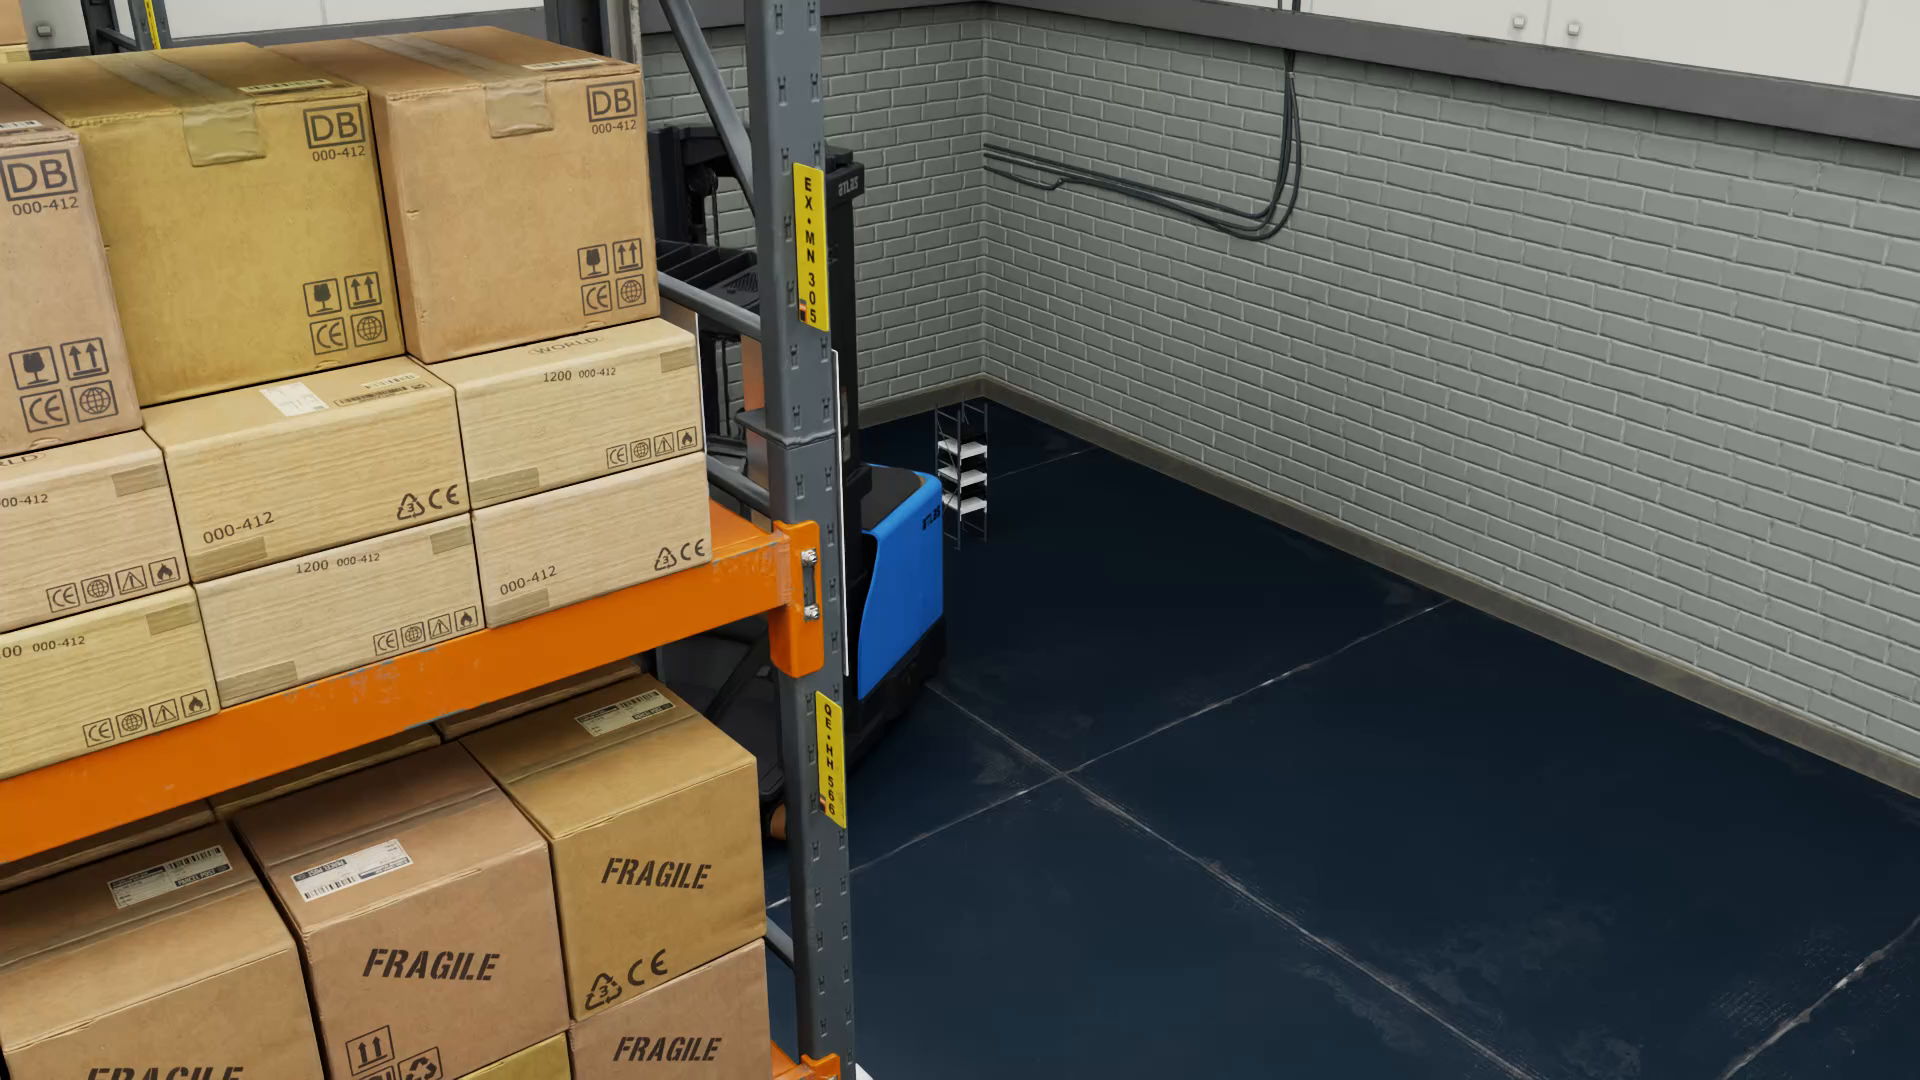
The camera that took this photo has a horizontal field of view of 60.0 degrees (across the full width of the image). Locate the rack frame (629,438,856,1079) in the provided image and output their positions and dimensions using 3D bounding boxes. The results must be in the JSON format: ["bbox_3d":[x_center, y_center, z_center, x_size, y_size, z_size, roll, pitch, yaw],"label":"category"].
[{"bbox_3d":[-0.625,0.988,4.557,0.127,3.000,1.000,-18,31,-34],"label":"rack frame"}]

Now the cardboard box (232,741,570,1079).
[{"bbox_3d":[-1.202,0.828,3.597,0.500,0.500,0.500,-17,30,-33],"label":"cardboard box"}]

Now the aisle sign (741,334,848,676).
[{"bbox_3d":[-0.382,-0.107,3.829,0.004,0.787,0.394,-18,31,-34],"label":"aisle sign"}]

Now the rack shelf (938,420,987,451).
[{"bbox_3d":[0.006,-0.625,9.965,0.200,0.077,0.258,-18,31,-34],"label":"rack shelf"}]

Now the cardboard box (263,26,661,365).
[{"bbox_3d":[-1.019,-0.732,3.395,0.500,0.500,0.700,-18,31,-34],"label":"cardboard box"}]

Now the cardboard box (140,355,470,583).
[{"bbox_3d":[-1.265,-0.183,3.102,0.500,0.250,0.500,-18,31,-34],"label":"cardboard box"}]

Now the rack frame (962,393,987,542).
[{"bbox_3d":[0.086,-0.437,10.122,0.006,0.900,0.240,-18,31,-34],"label":"rack frame"}]

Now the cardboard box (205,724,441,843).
[{"bbox_3d":[-1.543,0.656,3.967,0.500,0.500,0.500,-18,30,-34],"label":"cardboard box"}]

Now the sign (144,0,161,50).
[{"bbox_3d":[-3.361,-2.195,6.895,0.005,0.325,0.100,-18,31,-34],"label":"sign"}]

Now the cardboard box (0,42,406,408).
[{"bbox_3d":[-1.465,-0.630,3.175,0.500,0.500,0.700,-18,31,-34],"label":"cardboard box"}]

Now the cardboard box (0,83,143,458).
[{"bbox_3d":[-1.792,-0.465,2.819,0.500,0.500,0.700,-18,31,-34],"label":"cardboard box"}]

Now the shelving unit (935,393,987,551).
[{"bbox_3d":[0.006,-0.410,10.065,0.210,0.900,0.258,-18,31,-34],"label":"shelving unit"}]

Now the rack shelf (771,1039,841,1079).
[{"bbox_3d":[-2.199,1.834,3.589,4.000,0.370,1.077,-18,31,-34],"label":"rack shelf"}]

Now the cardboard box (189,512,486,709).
[{"bbox_3d":[-1.267,0.043,3.209,0.500,0.250,0.500,-18,31,-34],"label":"cardboard box"}]

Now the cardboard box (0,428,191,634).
[{"bbox_3d":[-1.661,-0.054,2.825,0.500,0.250,0.500,-18,31,-34],"label":"cardboard box"}]

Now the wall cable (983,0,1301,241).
[{"bbox_3d":[0.987,-3.315,10.392,0.112,2.526,3.097,-18,31,-34],"label":"wall cable"}]

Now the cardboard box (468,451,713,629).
[{"bbox_3d":[-0.866,-0.083,3.481,0.500,0.250,0.500,-18,31,-34],"label":"cardboard box"}]

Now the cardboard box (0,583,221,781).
[{"bbox_3d":[-1.652,0.177,2.920,0.500,0.250,0.500,-18,31,-34],"label":"cardboard box"}]

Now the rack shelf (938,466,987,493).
[{"bbox_3d":[0.006,-0.380,10.079,0.200,0.077,0.258,-18,31,-34],"label":"rack shelf"}]

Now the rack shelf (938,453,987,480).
[{"bbox_3d":[0.006,-0.462,10.041,0.200,0.077,0.258,-18,31,-34],"label":"rack shelf"}]

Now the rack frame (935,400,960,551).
[{"bbox_3d":[-0.074,-0.384,10.008,0.006,0.900,0.240,-18,31,-34],"label":"rack frame"}]

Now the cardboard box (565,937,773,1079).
[{"bbox_3d":[-0.809,1.150,4.091,0.500,0.500,0.500,-17,30,-32],"label":"cardboard box"}]

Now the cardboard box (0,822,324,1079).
[{"bbox_3d":[-1.607,0.964,3.303,0.500,0.500,0.500,-17,30,-33],"label":"cardboard box"}]

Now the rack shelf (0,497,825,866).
[{"bbox_3d":[-2.199,0.474,2.958,4.000,0.370,1.077,-18,31,-34],"label":"rack shelf"}]

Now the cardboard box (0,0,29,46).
[{"bbox_3d":[-4.092,-2.240,6.619,0.500,0.500,0.500,-18,31,-34],"label":"cardboard box"}]

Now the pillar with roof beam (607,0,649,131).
[{"bbox_3d":[0.563,-2.935,5.884,0.400,9.000,9.100,-18,31,-34],"label":"pillar with roof beam"}]

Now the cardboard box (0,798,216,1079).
[{"bbox_3d":[-1.940,0.784,3.691,0.500,0.500,0.500,-18,30,-33],"label":"cardboard box"}]

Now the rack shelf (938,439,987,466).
[{"bbox_3d":[0.006,-0.543,10.003,0.200,0.077,0.258,-18,31,-34],"label":"rack shelf"}]

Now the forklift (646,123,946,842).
[{"bbox_3d":[-1.117,-0.195,7.188,1.130,2.935,3.031,10,27,21],"label":"forklift"}]

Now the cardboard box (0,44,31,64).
[{"bbox_3d":[-4.097,-1.902,6.782,0.500,0.250,0.500,-17,30,-33],"label":"cardboard box"}]

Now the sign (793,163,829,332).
[{"bbox_3d":[-0.298,-0.585,3.332,0.005,0.325,0.100,-18,31,-34],"label":"sign"}]

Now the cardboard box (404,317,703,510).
[{"bbox_3d":[-0.872,-0.313,3.382,0.500,0.250,0.500,-18,31,-34],"label":"cardboard box"}]

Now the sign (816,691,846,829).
[{"bbox_3d":[-0.298,0.509,3.839,0.005,0.325,0.100,-18,31,-34],"label":"sign"}]

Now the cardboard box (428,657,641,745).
[{"bbox_3d":[-1.137,0.517,4.265,0.500,0.500,0.500,-17,30,-33],"label":"cardboard box"}]

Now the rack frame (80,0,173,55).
[{"bbox_3d":[-3.684,-3.373,6.828,0.127,3.000,1.000,-18,31,-34],"label":"rack frame"}]

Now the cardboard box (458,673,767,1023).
[{"bbox_3d":[-0.805,0.696,3.880,0.500,0.500,0.500,-19,31,-34],"label":"cardboard box"}]

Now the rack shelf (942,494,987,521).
[{"bbox_3d":[0.006,-0.217,10.155,0.200,0.077,0.258,-18,31,-34],"label":"rack shelf"}]

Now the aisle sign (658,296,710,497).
[{"bbox_3d":[-0.752,-0.306,4.258,0.004,0.787,0.394,-18,31,-34],"label":"aisle sign"}]

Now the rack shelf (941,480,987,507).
[{"bbox_3d":[0.006,-0.298,10.117,0.200,0.077,0.258,-18,31,-34],"label":"rack shelf"}]

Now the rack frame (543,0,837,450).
[{"bbox_3d":[-0.625,-1.733,3.294,0.127,3.000,1.000,-18,31,-34],"label":"rack frame"}]

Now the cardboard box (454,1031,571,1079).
[{"bbox_3d":[-1.215,1.286,3.798,0.500,0.500,0.500,-18,30,-34],"label":"cardboard box"}]
